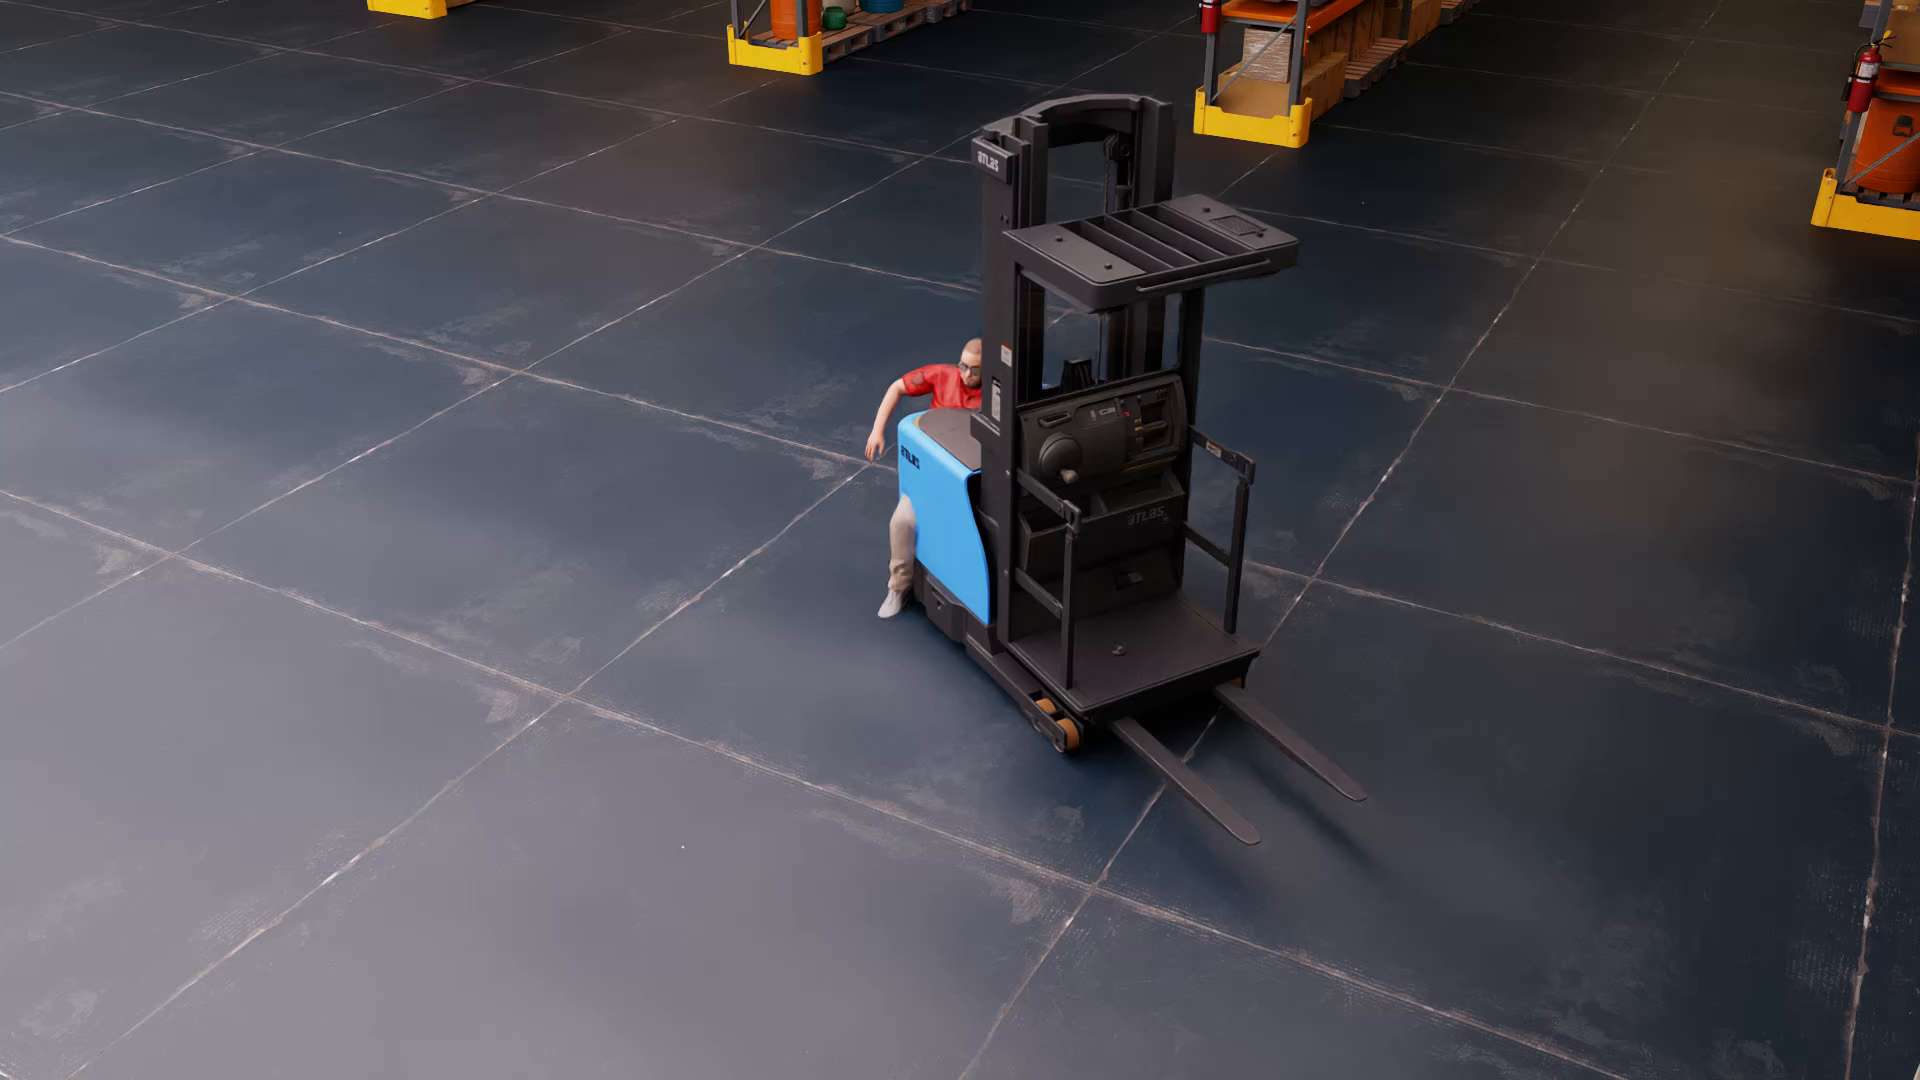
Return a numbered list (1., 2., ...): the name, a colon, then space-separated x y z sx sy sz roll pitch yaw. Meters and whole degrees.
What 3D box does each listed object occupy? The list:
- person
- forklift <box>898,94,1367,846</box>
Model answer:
1. person: -0.068 -0.317 9.112 0.950 1.541 0.788 7 31 12
2. forklift: 0.811 -0.485 7.912 1.130 2.935 3.031 -16 34 -25
